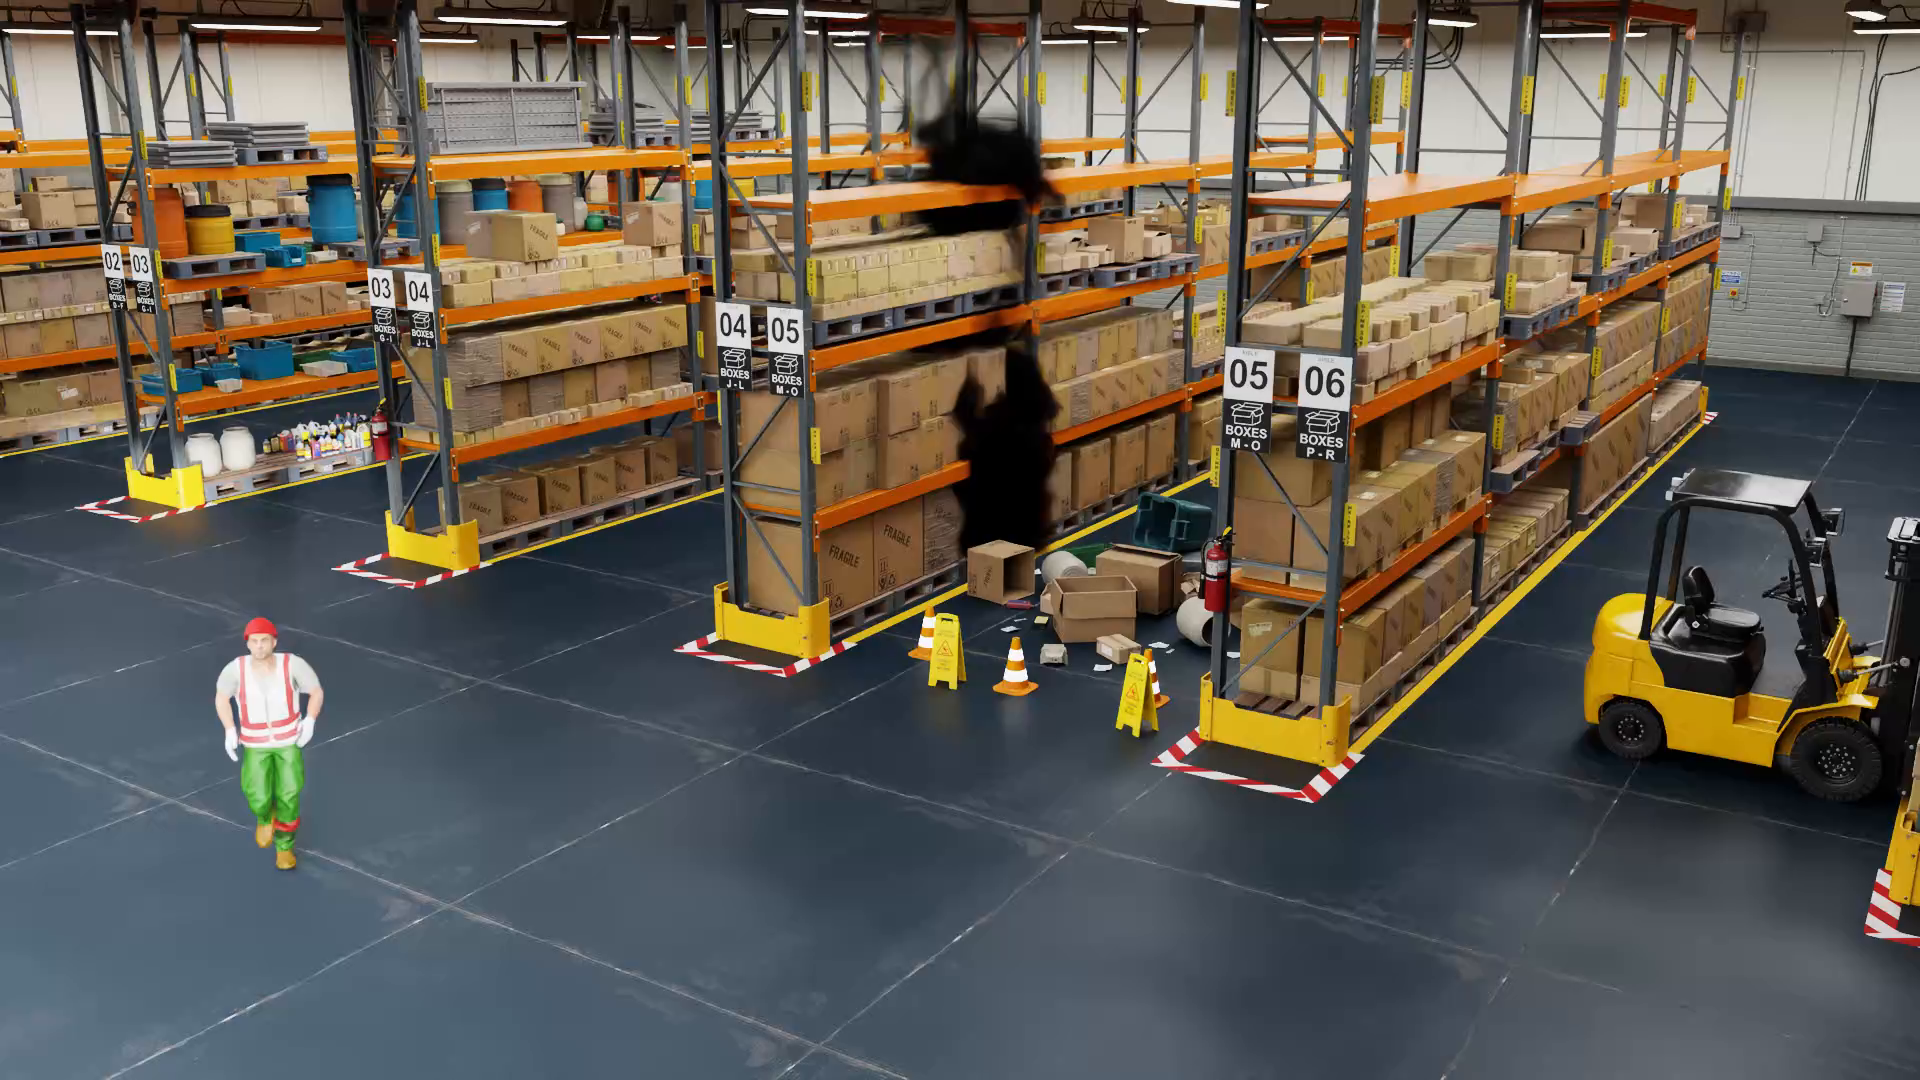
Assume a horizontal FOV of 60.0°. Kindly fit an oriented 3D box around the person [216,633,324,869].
[{"bbox_3d":[-4.609,1.353,11.192,0.673,1.704,0.464,-6,17,-21],"label":"person"}]
